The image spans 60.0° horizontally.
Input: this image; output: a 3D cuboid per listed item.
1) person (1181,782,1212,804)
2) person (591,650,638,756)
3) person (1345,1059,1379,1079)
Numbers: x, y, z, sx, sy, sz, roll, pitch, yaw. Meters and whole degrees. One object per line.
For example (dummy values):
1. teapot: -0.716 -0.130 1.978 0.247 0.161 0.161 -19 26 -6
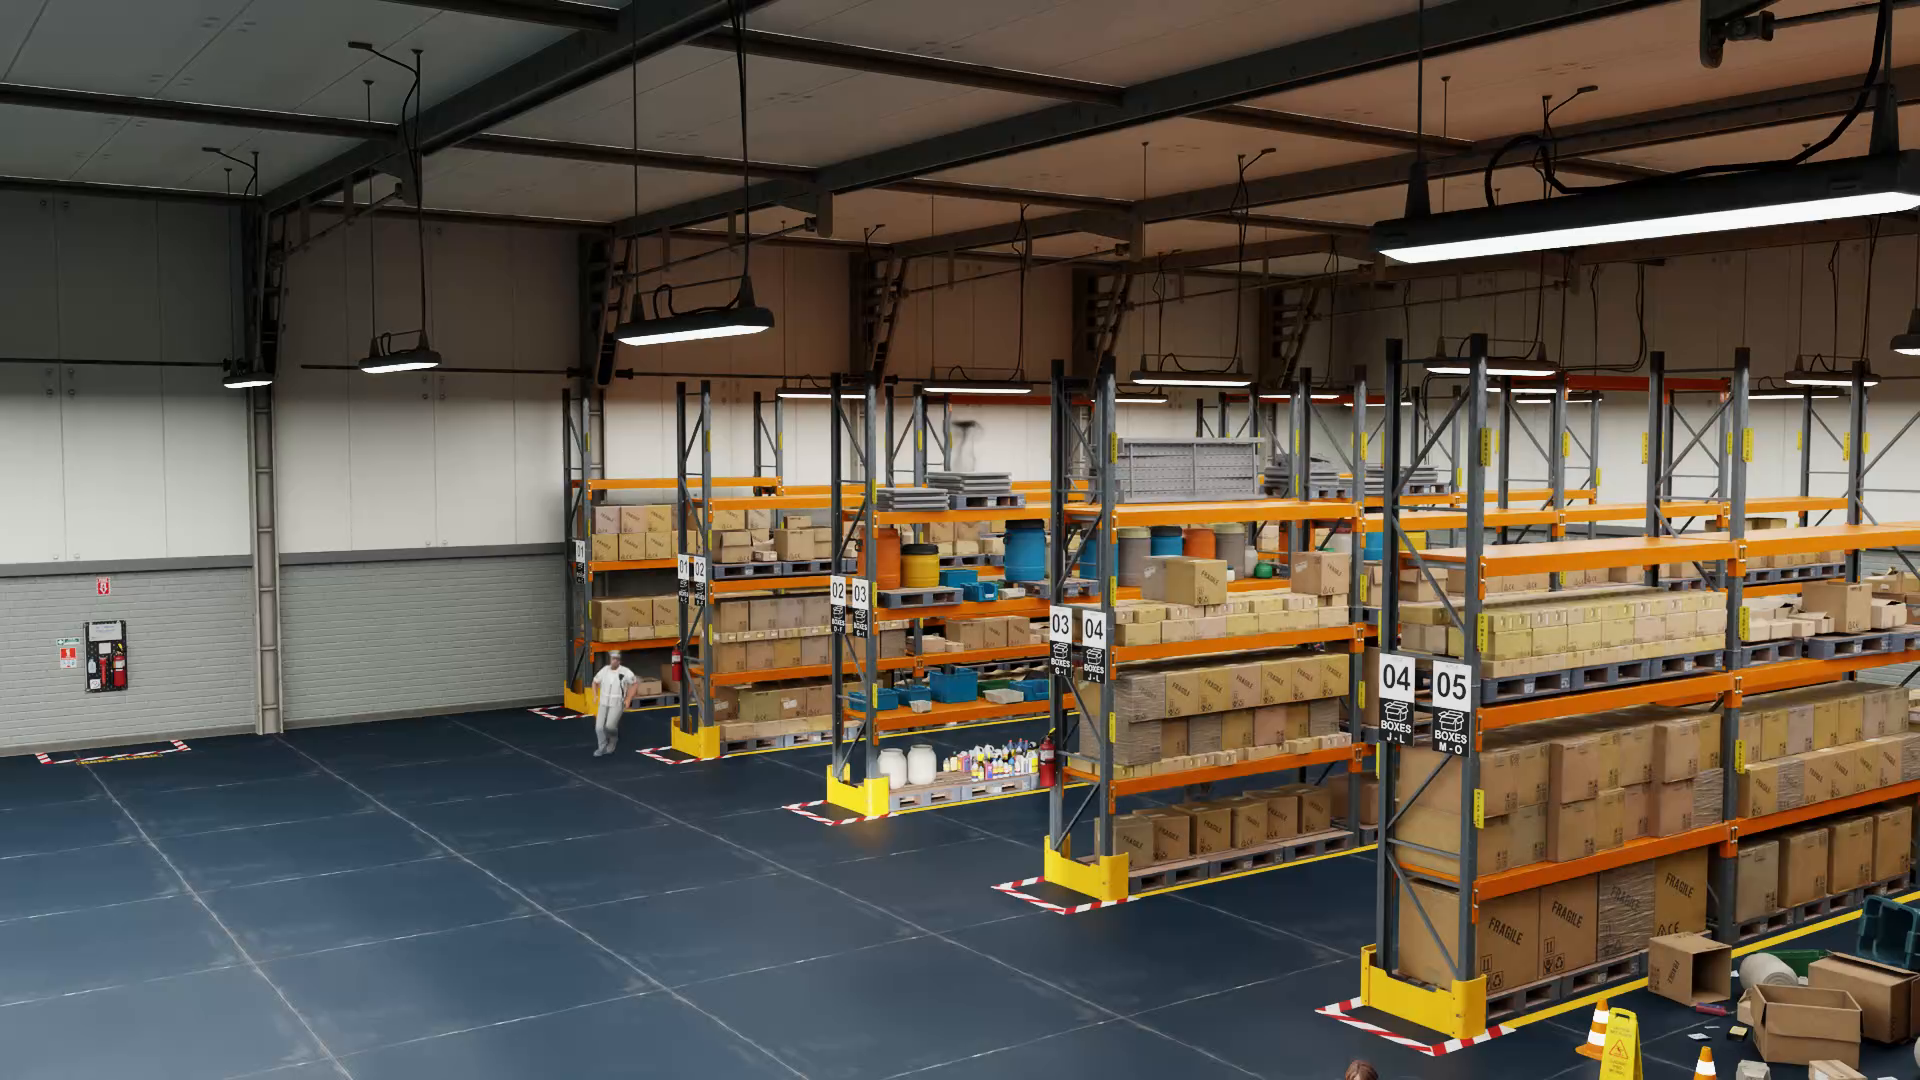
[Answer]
1. person: 3.310 2.870 23.225 0.765 1.694 0.583 -3 5 -39
2. person: -5.554 2.603 26.562 0.717 1.719 0.532 0 4 7
3. person: 2.473 3.777 10.018 0.570 1.547 0.914 1 4 20
